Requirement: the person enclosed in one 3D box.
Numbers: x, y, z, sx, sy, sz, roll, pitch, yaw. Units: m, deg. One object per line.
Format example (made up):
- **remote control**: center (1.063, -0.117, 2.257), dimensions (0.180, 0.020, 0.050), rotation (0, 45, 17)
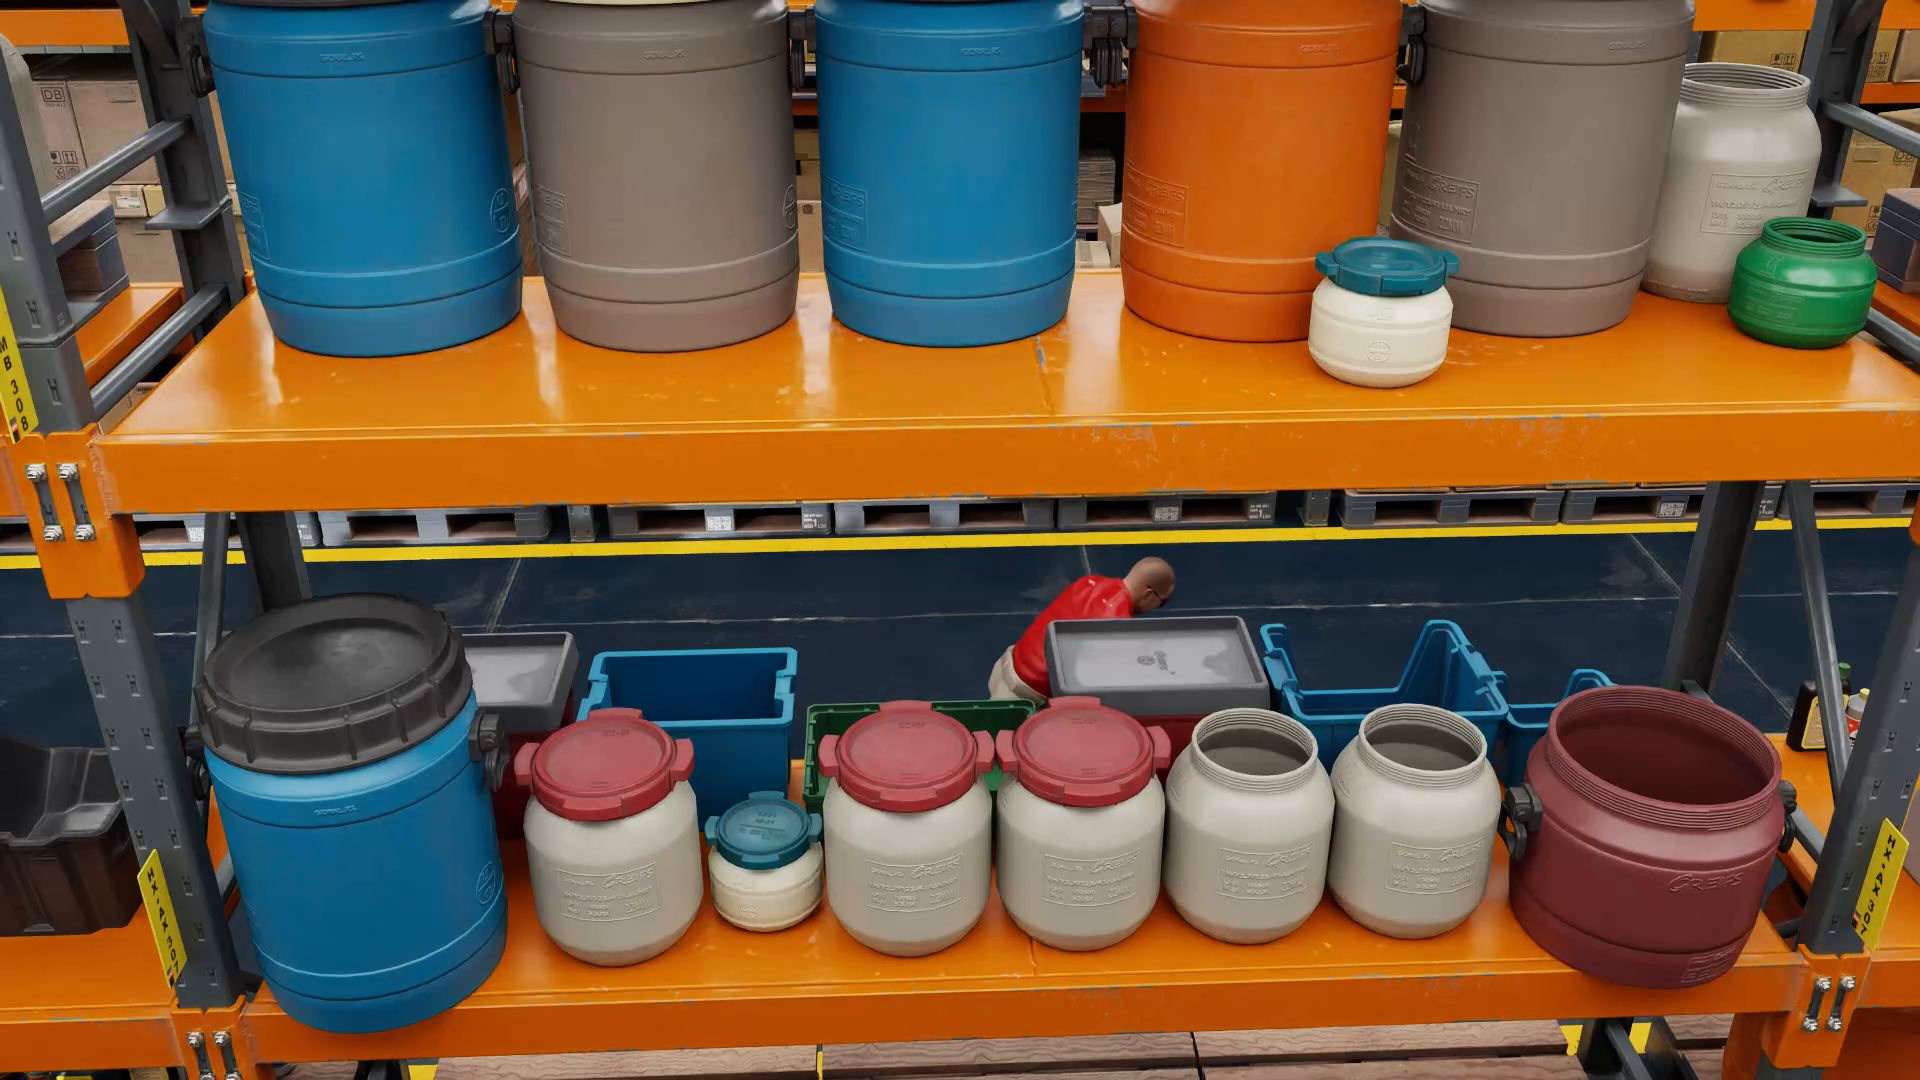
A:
- **person**: center (0.550, 0.539, 6.929), dimensions (0.863, 0.978, 0.548), rotation (-1, 27, -3)
